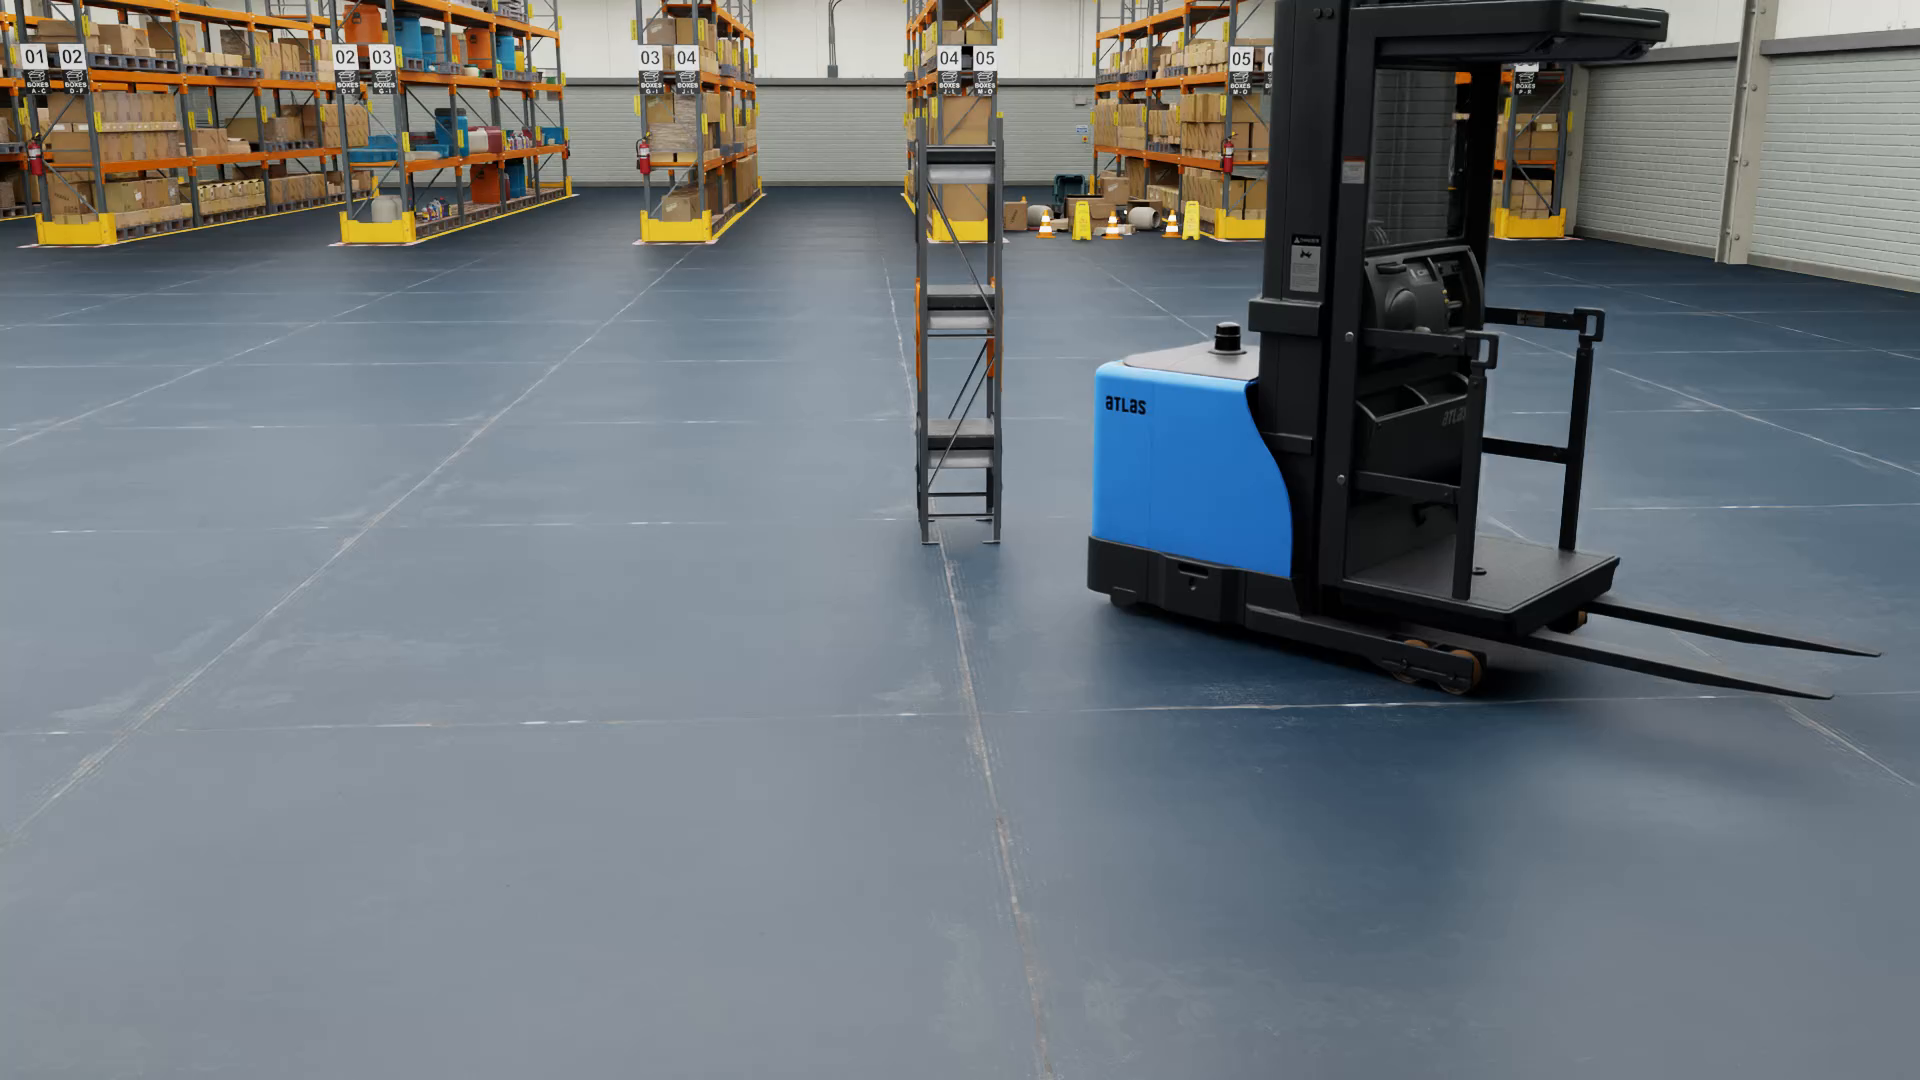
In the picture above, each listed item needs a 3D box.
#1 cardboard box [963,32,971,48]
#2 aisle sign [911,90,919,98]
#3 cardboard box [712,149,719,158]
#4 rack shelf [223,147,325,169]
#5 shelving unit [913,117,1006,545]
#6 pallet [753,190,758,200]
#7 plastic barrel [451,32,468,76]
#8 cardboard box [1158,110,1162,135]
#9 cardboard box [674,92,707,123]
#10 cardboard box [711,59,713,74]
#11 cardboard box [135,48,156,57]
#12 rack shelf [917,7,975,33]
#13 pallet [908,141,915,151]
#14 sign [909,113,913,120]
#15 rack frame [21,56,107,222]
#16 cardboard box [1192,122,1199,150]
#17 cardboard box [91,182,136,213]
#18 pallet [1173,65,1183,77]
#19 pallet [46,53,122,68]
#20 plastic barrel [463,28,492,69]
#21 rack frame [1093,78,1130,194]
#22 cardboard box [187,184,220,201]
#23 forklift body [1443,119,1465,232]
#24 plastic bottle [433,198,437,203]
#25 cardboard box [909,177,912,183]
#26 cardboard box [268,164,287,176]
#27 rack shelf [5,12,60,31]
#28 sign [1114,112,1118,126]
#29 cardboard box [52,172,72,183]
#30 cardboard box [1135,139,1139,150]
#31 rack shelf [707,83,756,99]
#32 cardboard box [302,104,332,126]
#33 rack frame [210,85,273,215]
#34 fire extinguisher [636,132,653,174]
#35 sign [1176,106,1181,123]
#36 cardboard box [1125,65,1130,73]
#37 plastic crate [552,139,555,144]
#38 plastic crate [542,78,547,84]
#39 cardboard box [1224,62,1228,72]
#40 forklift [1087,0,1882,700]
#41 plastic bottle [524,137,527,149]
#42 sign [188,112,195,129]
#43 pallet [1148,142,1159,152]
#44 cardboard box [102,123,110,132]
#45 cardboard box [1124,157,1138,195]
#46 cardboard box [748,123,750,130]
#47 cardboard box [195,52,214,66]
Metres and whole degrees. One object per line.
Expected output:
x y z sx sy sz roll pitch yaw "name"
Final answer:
0.312 -8.640 28.728 0.500 0.250 0.500 -1 14 -4 "cardboard box"
-1.177 -11.866 43.407 0.394 0.787 0.004 -1 14 -3 "aisle sign"
-4.691 -7.201 30.998 0.380 0.149 0.250 -1 14 -3 "cardboard box"
-15.345 -8.549 37.178 1.077 0.370 4.000 -1 14 -3 "rack shelf"
-0.010 -1.058 8.425 0.431 2.100 0.503 -1 14 -3 "shelving unit"
-5.629 -8.691 41.881 1.003 0.211 1.213 -1 14 -3 "pallet"
-10.443 -9.964 34.205 0.600 0.901 0.600 0 14 0 "plastic barrel"
4.433 -8.724 34.773 0.500 0.500 0.500 -1 14 -2 "cardboard box"
-4.600 -7.380 28.387 0.500 0.500 0.500 -1 14 -3 "cardboard box"
-4.738 -8.571 30.101 0.500 0.250 0.500 -1 14 -4 "cardboard box"
-14.626 -8.712 29.727 0.380 0.149 0.250 -1 14 -3 "cardboard box"
-0.253 -10.470 33.404 1.077 0.370 4.000 -1 14 -3 "rack shelf"
-0.528 -8.686 36.652 1.213 0.211 1.003 -1 14 -3 "pallet"
-1.166 -10.007 39.664 0.100 0.325 0.005 -1 14 -3 "sign"
-14.726 -6.411 27.422 1.000 3.000 0.127 -1 14 -3 "rack frame"
4.626 -7.540 31.012 0.500 0.500 0.500 -1 14 -4 "cardboard box"
-14.570 -5.907 28.634 0.500 0.500 0.500 -1 14 -3 "cardboard box"
4.873 -9.227 32.726 1.213 0.211 1.003 -1 14 -3 "pallet"
-14.744 -7.997 27.744 1.003 0.211 1.213 -1 14 -3 "pallet"
-10.310 -10.481 35.518 0.600 0.830 0.708 -1 14 -3 "plastic barrel"
4.061 -10.695 44.073 1.000 3.000 0.127 -1 14 -3 "rack frame"
-14.776 -6.780 32.407 0.500 0.311 0.500 -1 14 -4 "cardboard box"
8.068 -6.826 30.738 2.313 2.155 1.214 -1 14 -3 "forklift body"
-9.846 -6.253 31.243 0.144 0.351 0.185 -1 14 -3 "plastic bottle"
-1.125 -9.232 42.668 0.380 0.149 0.250 0 14 -2 "cardboard box"
-15.621 -8.388 37.736 0.500 0.250 0.500 -1 14 -3 "cardboard box"
-20.289 -11.183 36.179 1.077 0.370 4.000 -1 14 -3 "rack shelf"
3.755 -10.149 40.054 0.100 0.325 0.005 -1 14 -3 "sign"
-20.128 -7.888 36.635 0.750 0.750 0.750 -1 14 -4 "cardboard box"
4.219 -8.881 37.325 0.500 0.250 0.500 -1 14 -2 "cardboard box"
-5.706 -11.149 41.261 1.077 0.370 4.000 -1 14 -3 "rack shelf"
-15.218 -10.049 39.356 0.500 0.500 0.500 -1 14 -2 "cardboard box"
-15.221 -8.400 35.155 1.000 3.000 0.127 -1 14 -3 "rack frame"
-5.291 -6.490 27.884 0.296 0.674 0.183 -1 14 -3 "fire extinguisher"
4.251 -8.262 32.293 0.100 0.325 0.005 -1 14 -3 "sign"
4.038 -10.923 38.565 0.380 0.166 0.250 -2 15 -7 "cardboard box"
-10.542 -10.167 42.429 0.396 0.136 0.243 -1 14 -3 "plastic crate"
-10.397 -11.280 40.858 0.437 0.136 0.530 -1 14 -3 "plastic crate"
4.751 -8.131 28.593 0.380 0.149 0.250 -1 14 -3 "cardboard box"
2.004 -0.985 6.473 3.031 2.935 1.130 13 19 40 "forklift"
-10.156 -9.227 38.615 0.152 0.276 0.135 -1 14 -3 "plastic bottle"
-14.420 -7.872 31.205 0.100 0.325 0.005 -1 14 -3 "sign"
4.707 -8.437 35.682 1.213 0.211 1.003 -1 14 -3 "pallet"
-14.554 -6.940 27.976 0.380 0.149 0.250 -1 14 -5 "cardboard box"
4.427 -8.721 39.824 0.875 0.875 0.875 0 14 -2 "cardboard box"
-5.379 -10.227 40.455 0.500 0.500 0.500 -1 14 -3 "cardboard box"
-15.031 -9.465 32.733 0.500 0.250 0.500 -2 15 -8 "cardboard box"
